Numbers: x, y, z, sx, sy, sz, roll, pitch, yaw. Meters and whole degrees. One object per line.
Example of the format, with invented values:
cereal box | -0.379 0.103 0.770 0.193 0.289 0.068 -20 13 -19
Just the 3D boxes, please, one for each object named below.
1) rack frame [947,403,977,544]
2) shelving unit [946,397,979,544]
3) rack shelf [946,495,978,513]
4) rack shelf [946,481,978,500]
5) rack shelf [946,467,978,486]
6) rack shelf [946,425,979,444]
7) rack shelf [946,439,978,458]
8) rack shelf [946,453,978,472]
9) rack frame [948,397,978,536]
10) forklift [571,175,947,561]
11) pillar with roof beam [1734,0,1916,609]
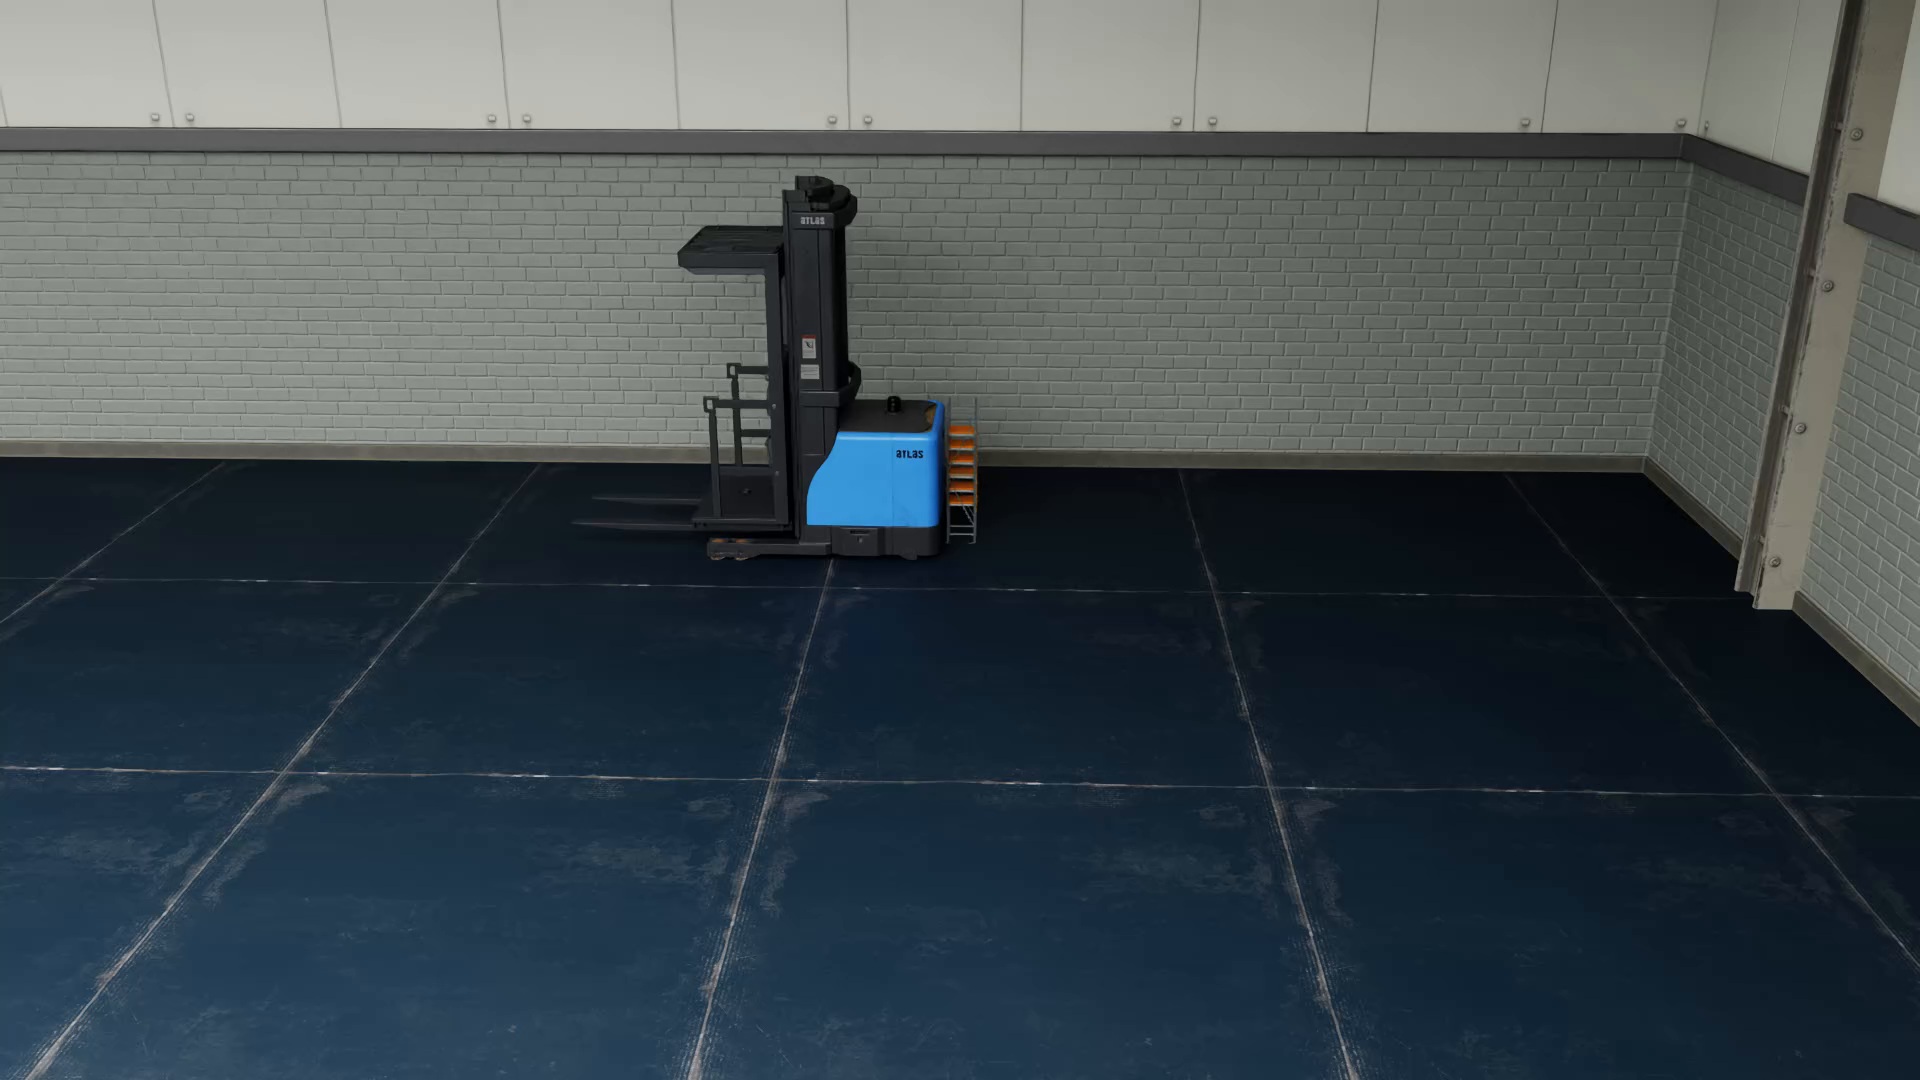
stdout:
rack frame | 0.012 -0.532 13.534 0.240 1.200 0.006 1 21 3
shelving unit | 0.017 -0.565 13.619 0.258 1.200 0.189 1 21 3
rack shelf | 0.016 -0.300 13.722 0.258 0.103 0.180 1 21 3
rack shelf | 0.017 -0.412 13.679 0.258 0.103 0.180 1 21 3
rack shelf | 0.017 -0.524 13.635 0.258 0.103 0.180 1 21 3
rack shelf | 0.018 -0.859 13.505 0.258 0.103 0.180 1 21 3
rack shelf | 0.017 -0.747 13.548 0.258 0.103 0.180 1 21 3
rack shelf | 0.017 -0.635 13.592 0.258 0.103 0.180 1 21 3
rack frame | 0.022 -0.598 13.704 0.240 1.200 0.006 1 21 3
forklift | -1.646 -1.390 13.352 3.031 2.935 1.130 1 21 3
pillar with roof beam | 1.827 -3.795 11.162 9.100 9.000 0.400 1 21 2
